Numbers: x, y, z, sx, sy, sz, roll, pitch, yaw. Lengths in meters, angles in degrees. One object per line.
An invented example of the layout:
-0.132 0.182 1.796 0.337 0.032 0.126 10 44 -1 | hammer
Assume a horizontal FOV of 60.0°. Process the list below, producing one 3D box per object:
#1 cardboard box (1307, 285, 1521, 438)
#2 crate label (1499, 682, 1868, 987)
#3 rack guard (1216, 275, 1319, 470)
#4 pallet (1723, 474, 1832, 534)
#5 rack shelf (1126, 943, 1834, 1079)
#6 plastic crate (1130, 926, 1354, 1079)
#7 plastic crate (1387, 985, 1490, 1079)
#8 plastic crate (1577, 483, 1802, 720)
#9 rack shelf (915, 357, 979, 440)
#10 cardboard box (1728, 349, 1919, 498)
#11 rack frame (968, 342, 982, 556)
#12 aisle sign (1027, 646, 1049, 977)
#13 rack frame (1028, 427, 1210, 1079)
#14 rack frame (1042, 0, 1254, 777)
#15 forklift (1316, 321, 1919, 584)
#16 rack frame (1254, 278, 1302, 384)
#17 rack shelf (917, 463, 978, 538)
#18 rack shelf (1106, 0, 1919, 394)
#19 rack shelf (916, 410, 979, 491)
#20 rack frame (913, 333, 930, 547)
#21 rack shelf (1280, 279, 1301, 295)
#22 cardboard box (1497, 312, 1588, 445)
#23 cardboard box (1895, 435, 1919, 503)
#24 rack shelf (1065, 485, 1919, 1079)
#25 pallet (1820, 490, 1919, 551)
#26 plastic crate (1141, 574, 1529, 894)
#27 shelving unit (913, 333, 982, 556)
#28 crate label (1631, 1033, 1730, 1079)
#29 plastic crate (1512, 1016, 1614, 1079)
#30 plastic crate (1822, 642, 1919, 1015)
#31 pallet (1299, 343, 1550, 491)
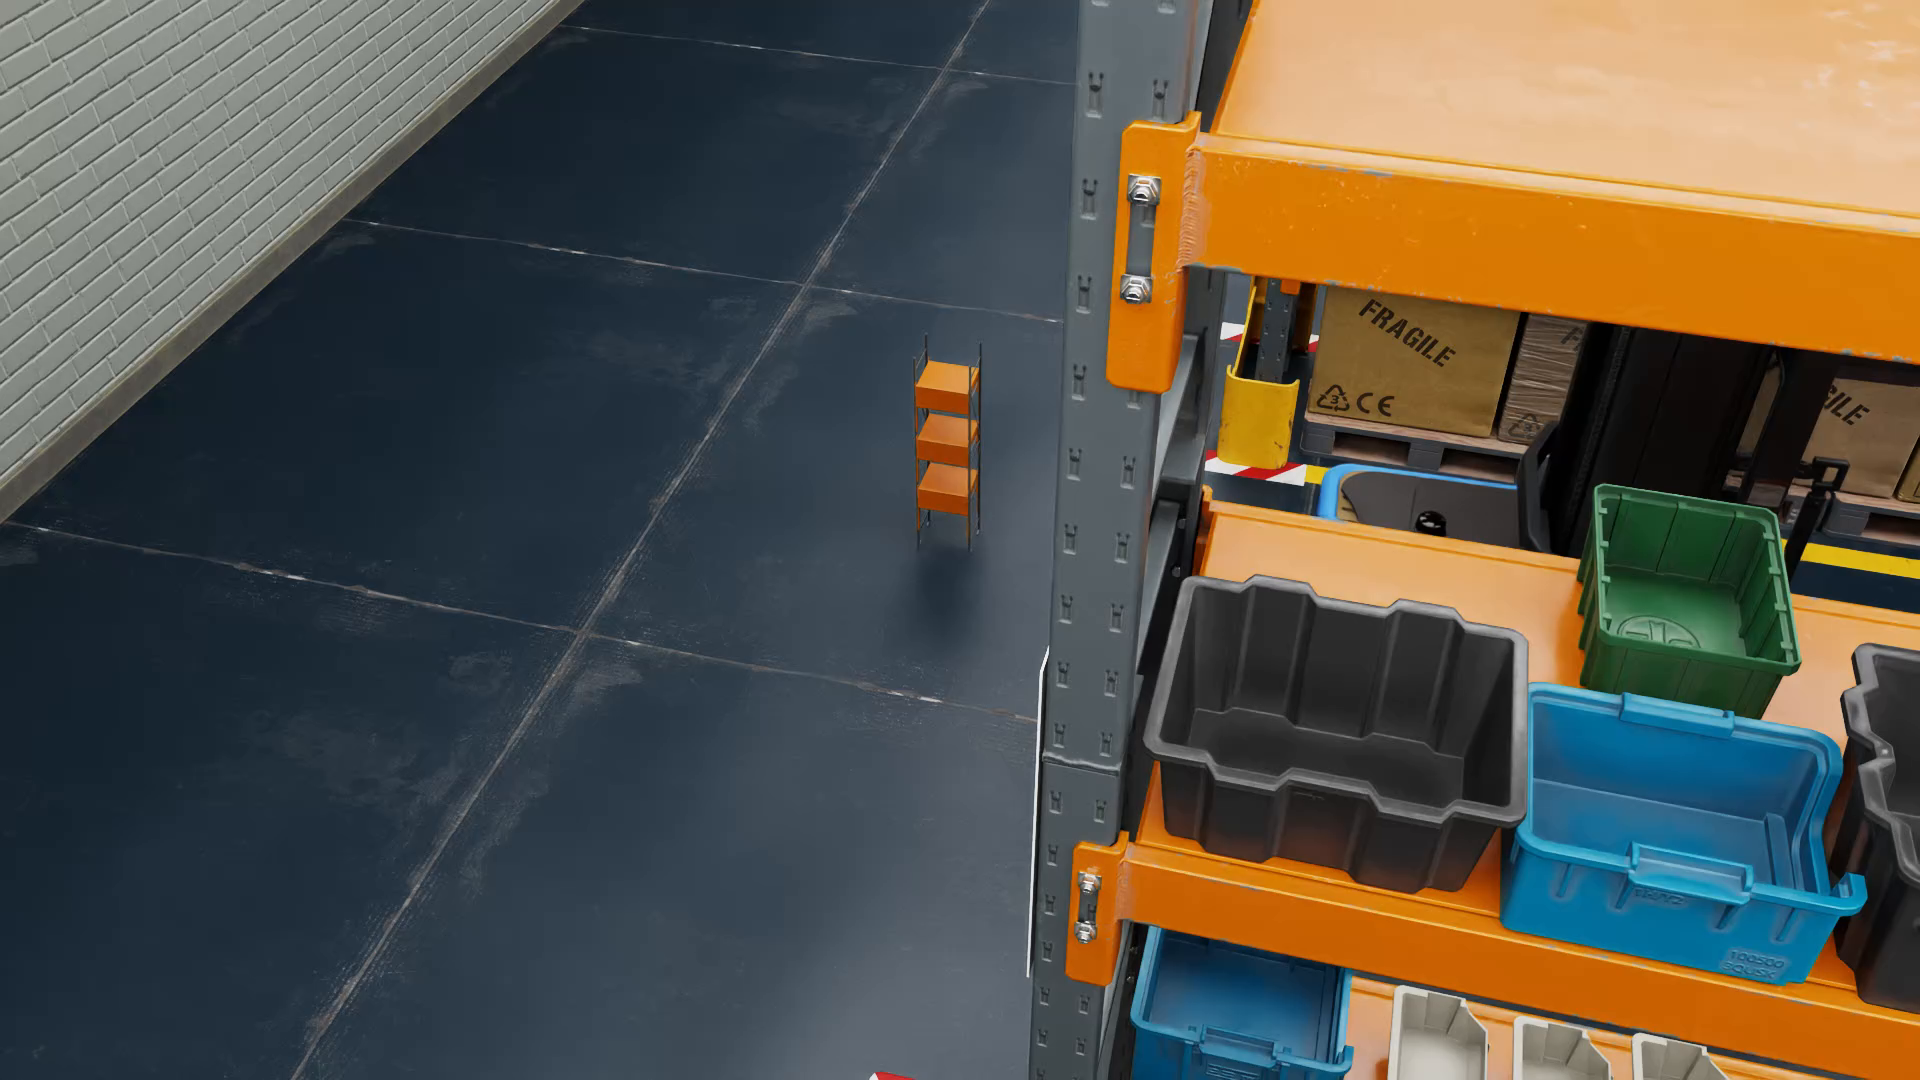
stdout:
2.242 -1.161 8.150 0.875 0.875 0.875 10 41 11 | cardboard box
1.130 0.469 2.667 0.502 0.251 0.408 10 41 11 | crate label
1.580 -0.918 8.478 0.348 0.500 1.175 10 41 11 | rack guard
3.570 -0.514 8.223 1.213 0.211 1.003 10 41 11 | pallet
2.255 1.814 3.841 4.000 0.370 1.077 10 41 11 | rack shelf
0.694 1.109 4.047 0.499 0.435 0.616 10 41 11 | plastic crate
1.157 1.307 4.044 0.243 0.136 0.396 10 41 11 | plastic crate
1.349 0.125 3.125 0.336 0.188 0.450 10 41 11 | plastic crate
-0.052 -0.620 7.272 0.240 0.259 0.215 10 41 11 | rack shelf
3.981 -0.862 7.794 0.875 0.875 0.875 10 41 11 | cardboard box
0.066 -0.391 7.423 0.008 1.050 0.200 10 41 11 | rack frame
0.176 0.383 2.964 0.004 0.787 0.394 10 41 11 | aisle sign
0.323 1.206 4.006 0.127 3.000 1.000 10 41 11 | rack frame
0.323 -1.091 2.076 0.127 3.000 1.000 10 41 11 | rack frame
2.779 -0.097 5.611 3.031 2.935 1.130 8 41 10 | forklift
1.603 -1.871 7.670 0.127 3.000 1.000 10 41 11 | rack frame
-0.052 -0.190 7.633 0.240 0.259 0.215 10 41 11 | rack shelf
2.255 -0.330 2.041 4.000 0.370 1.077 10 41 11 | rack shelf
-0.052 -0.403 7.454 0.240 0.259 0.215 10 41 11 | rack shelf
-0.170 -0.431 7.472 0.008 1.050 0.200 10 41 11 | rack frame
3.535 -1.263 7.505 4.000 0.370 1.077 10 41 11 | rack shelf
3.121 -1.010 7.970 0.875 0.875 0.875 10 41 11 | cardboard box
4.850 -0.712 7.616 0.875 0.875 0.875 10 41 11 | cardboard box
2.255 0.666 2.877 4.000 0.370 1.077 10 41 11 | rack shelf
4.753 -0.313 7.983 1.213 0.211 1.003 10 41 11 | pallet
0.622 0.345 2.801 0.590 0.269 0.497 10 41 11 | plastic crate
-0.052 -0.411 7.448 0.252 1.050 0.215 10 41 11 | shelving unit
1.709 1.396 3.939 0.243 0.136 0.396 10 41 11 | crate label
1.433 1.365 3.976 0.243 0.136 0.396 10 41 11 | plastic crate
1.727 0.506 2.555 0.767 0.338 0.504 10 41 11 | plastic crate
2.395 -0.719 8.466 1.213 0.211 1.003 10 41 11 | pallet
